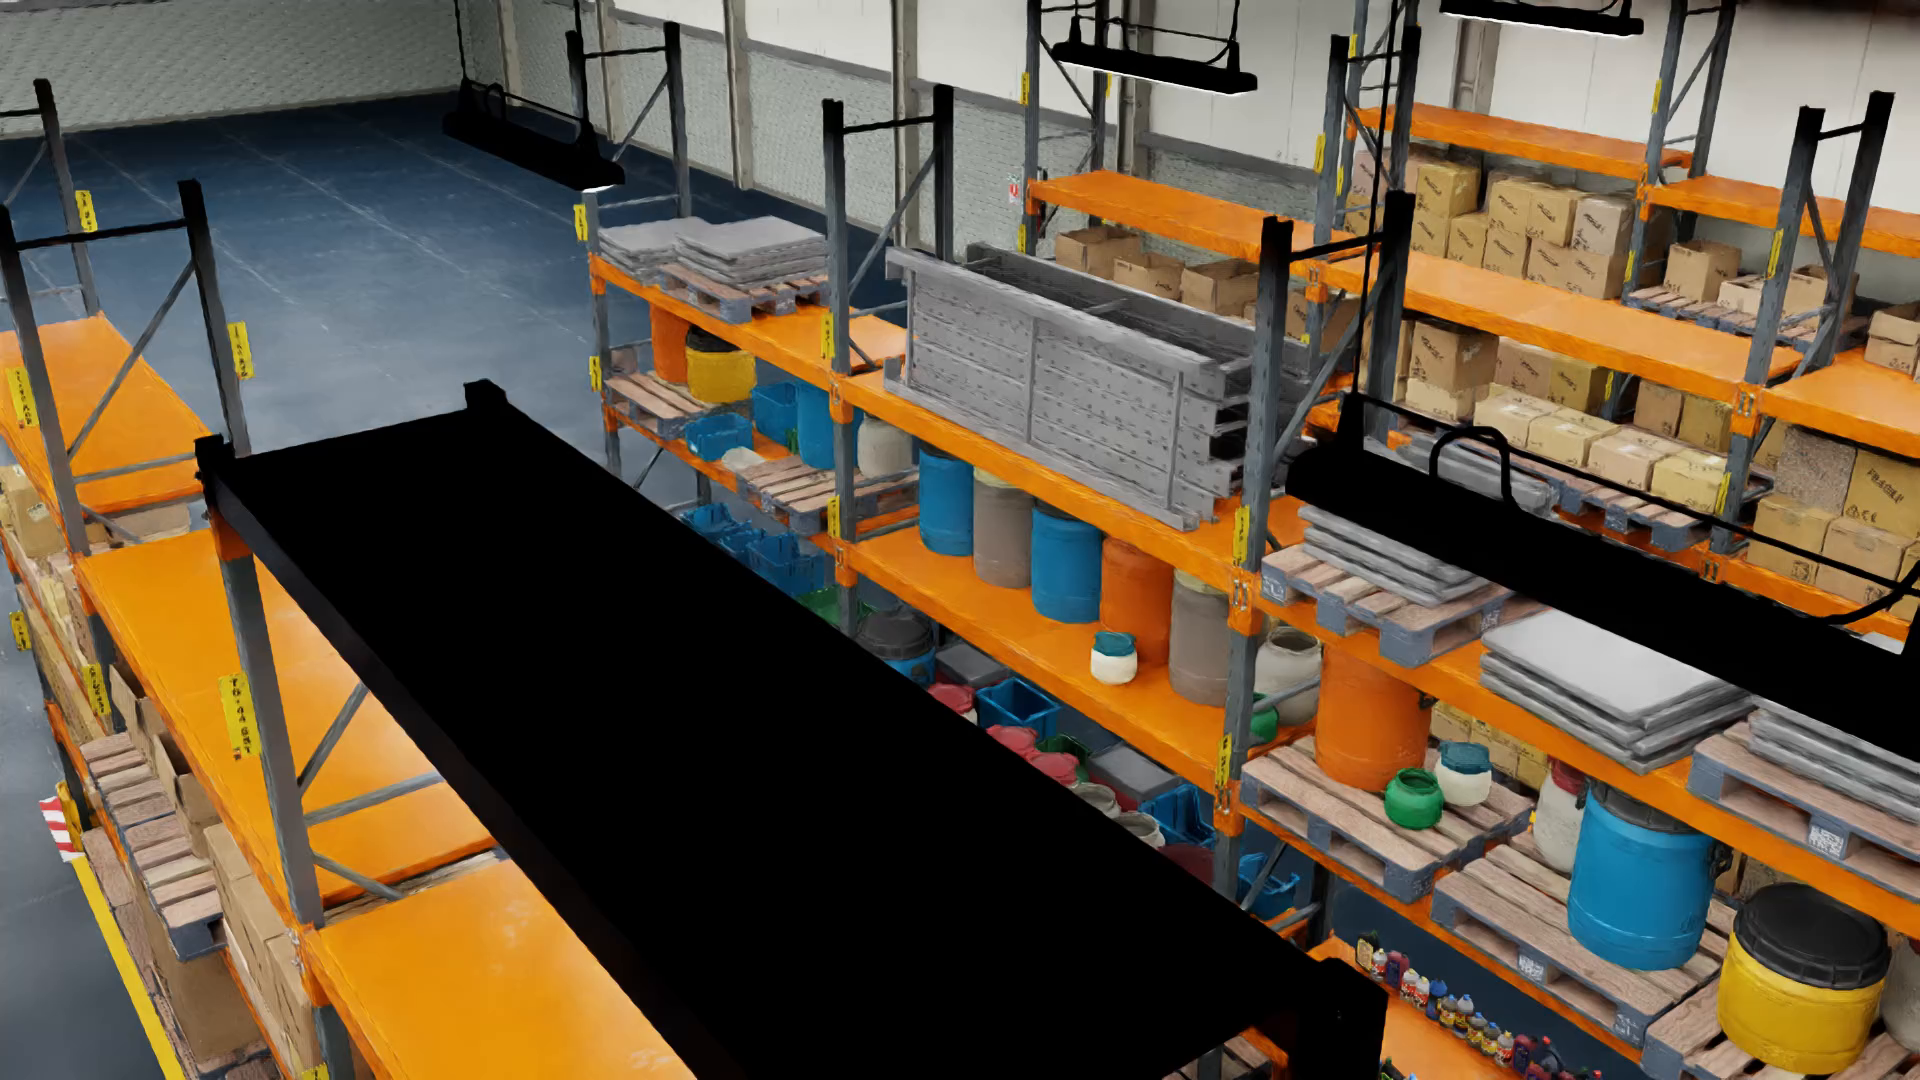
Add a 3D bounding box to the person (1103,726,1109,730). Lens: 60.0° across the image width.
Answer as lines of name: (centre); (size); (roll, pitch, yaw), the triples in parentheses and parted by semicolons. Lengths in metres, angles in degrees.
person: (1.320, 0.812, 15.146); (0.573, 1.715, 1.103); (-13, 28, -25)
